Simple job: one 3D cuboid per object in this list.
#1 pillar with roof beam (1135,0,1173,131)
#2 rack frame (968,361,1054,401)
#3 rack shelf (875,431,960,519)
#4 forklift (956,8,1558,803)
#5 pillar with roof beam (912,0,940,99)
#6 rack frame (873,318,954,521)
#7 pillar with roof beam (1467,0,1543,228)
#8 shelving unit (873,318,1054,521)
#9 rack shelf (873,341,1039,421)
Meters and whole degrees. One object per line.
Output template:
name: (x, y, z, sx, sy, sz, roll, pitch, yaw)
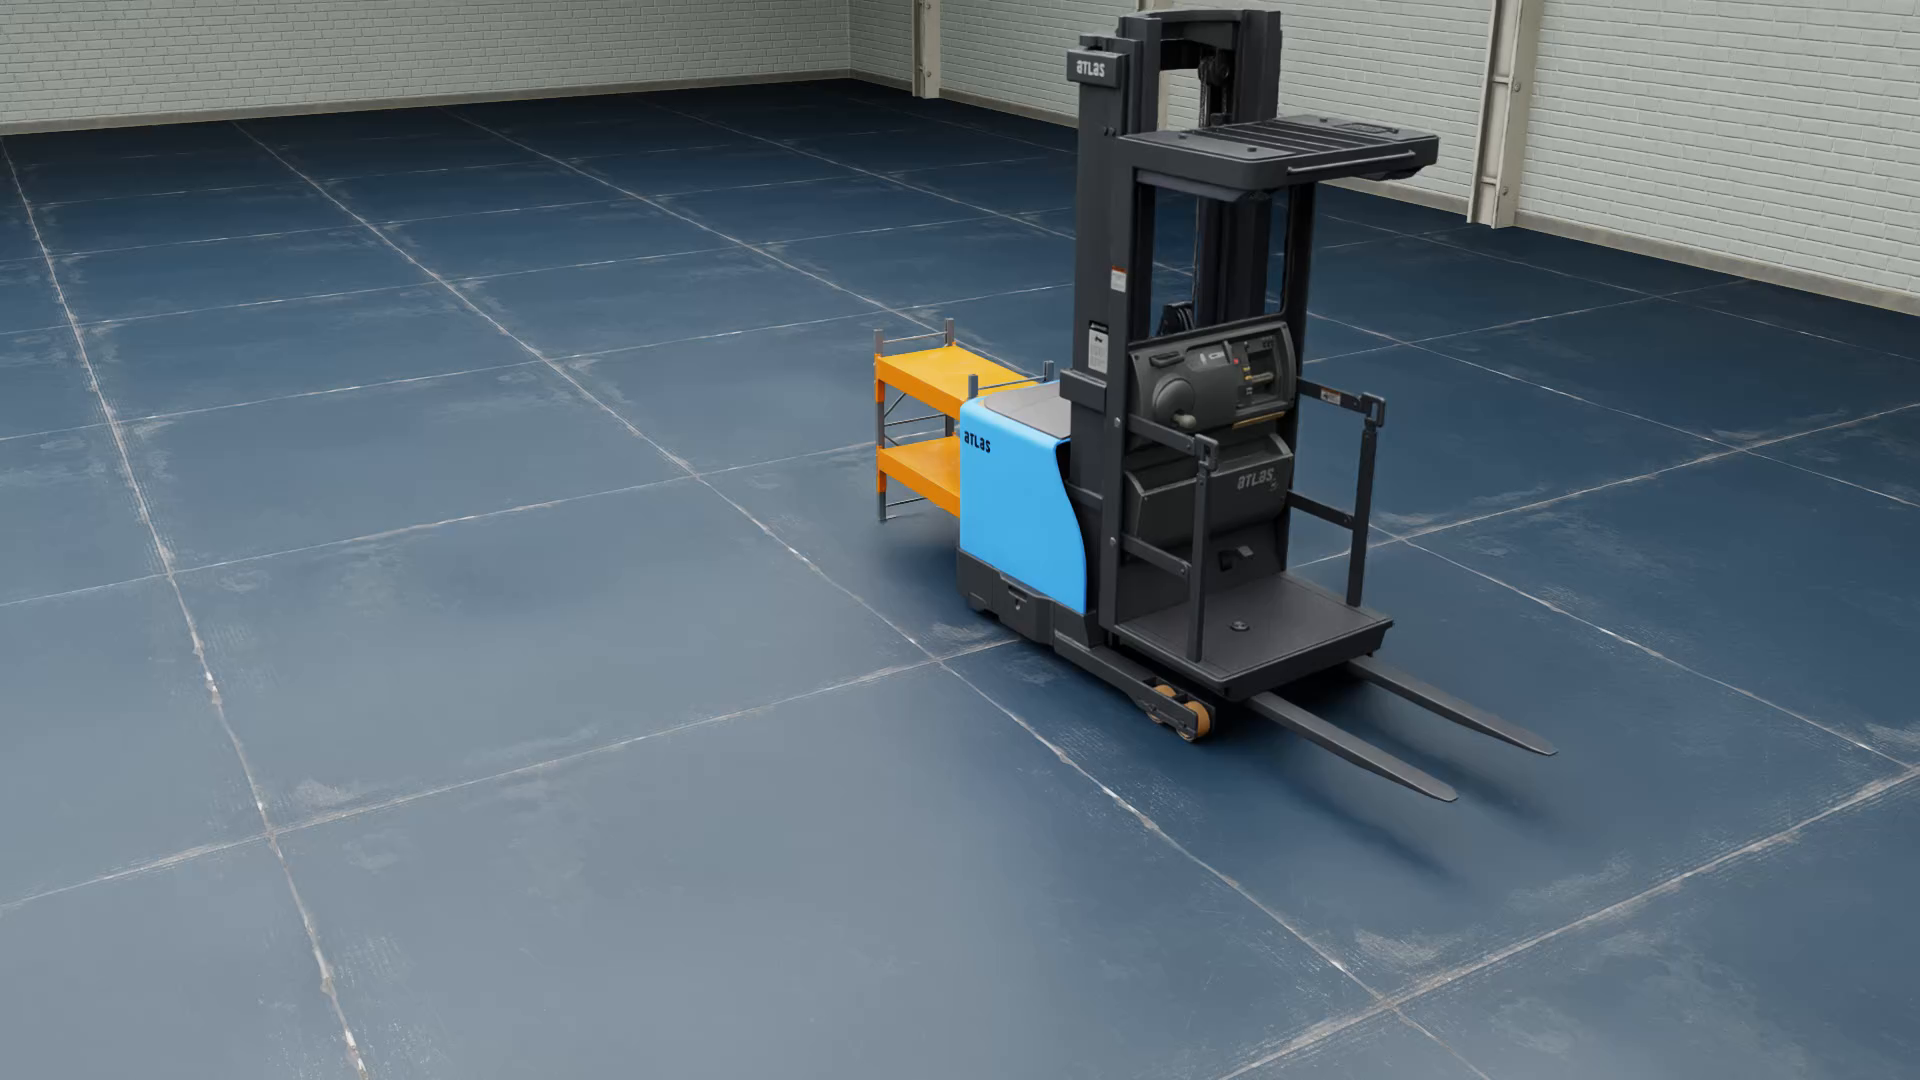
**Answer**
pillar with roof beam: (-1.180, -8.612, 18.548, 9.100, 9.000, 0.400, -13, 25, -28)
rack frame: (0.263, -0.354, 8.689, 0.500, 1.125, 0.032, -13, 25, -28)
rack shelf: (0.003, -0.292, 9.186, 0.538, 0.278, 1.000, -13, 25, -28)
forklift: (1.245, -0.699, 7.139, 1.130, 2.935, 3.031, -15, 27, -32)
pillar with roof beam: (-4.245, -10.554, 23.326, 9.100, 9.000, 0.400, -13, 25, -28)
rack frame: (-0.256, -0.683, 9.499, 0.500, 1.125, 0.032, -13, 25, -28)
pillar with roof beam: (1.884, -6.669, 13.769, 9.100, 9.000, 0.400, -13, 25, -28)
shelving unit: (0.003, -0.519, 9.094, 0.538, 1.125, 1.048, -13, 25, -28)
rack shelf: (0.003, -0.790, 8.984, 0.538, 0.278, 1.000, -13, 25, -28)
